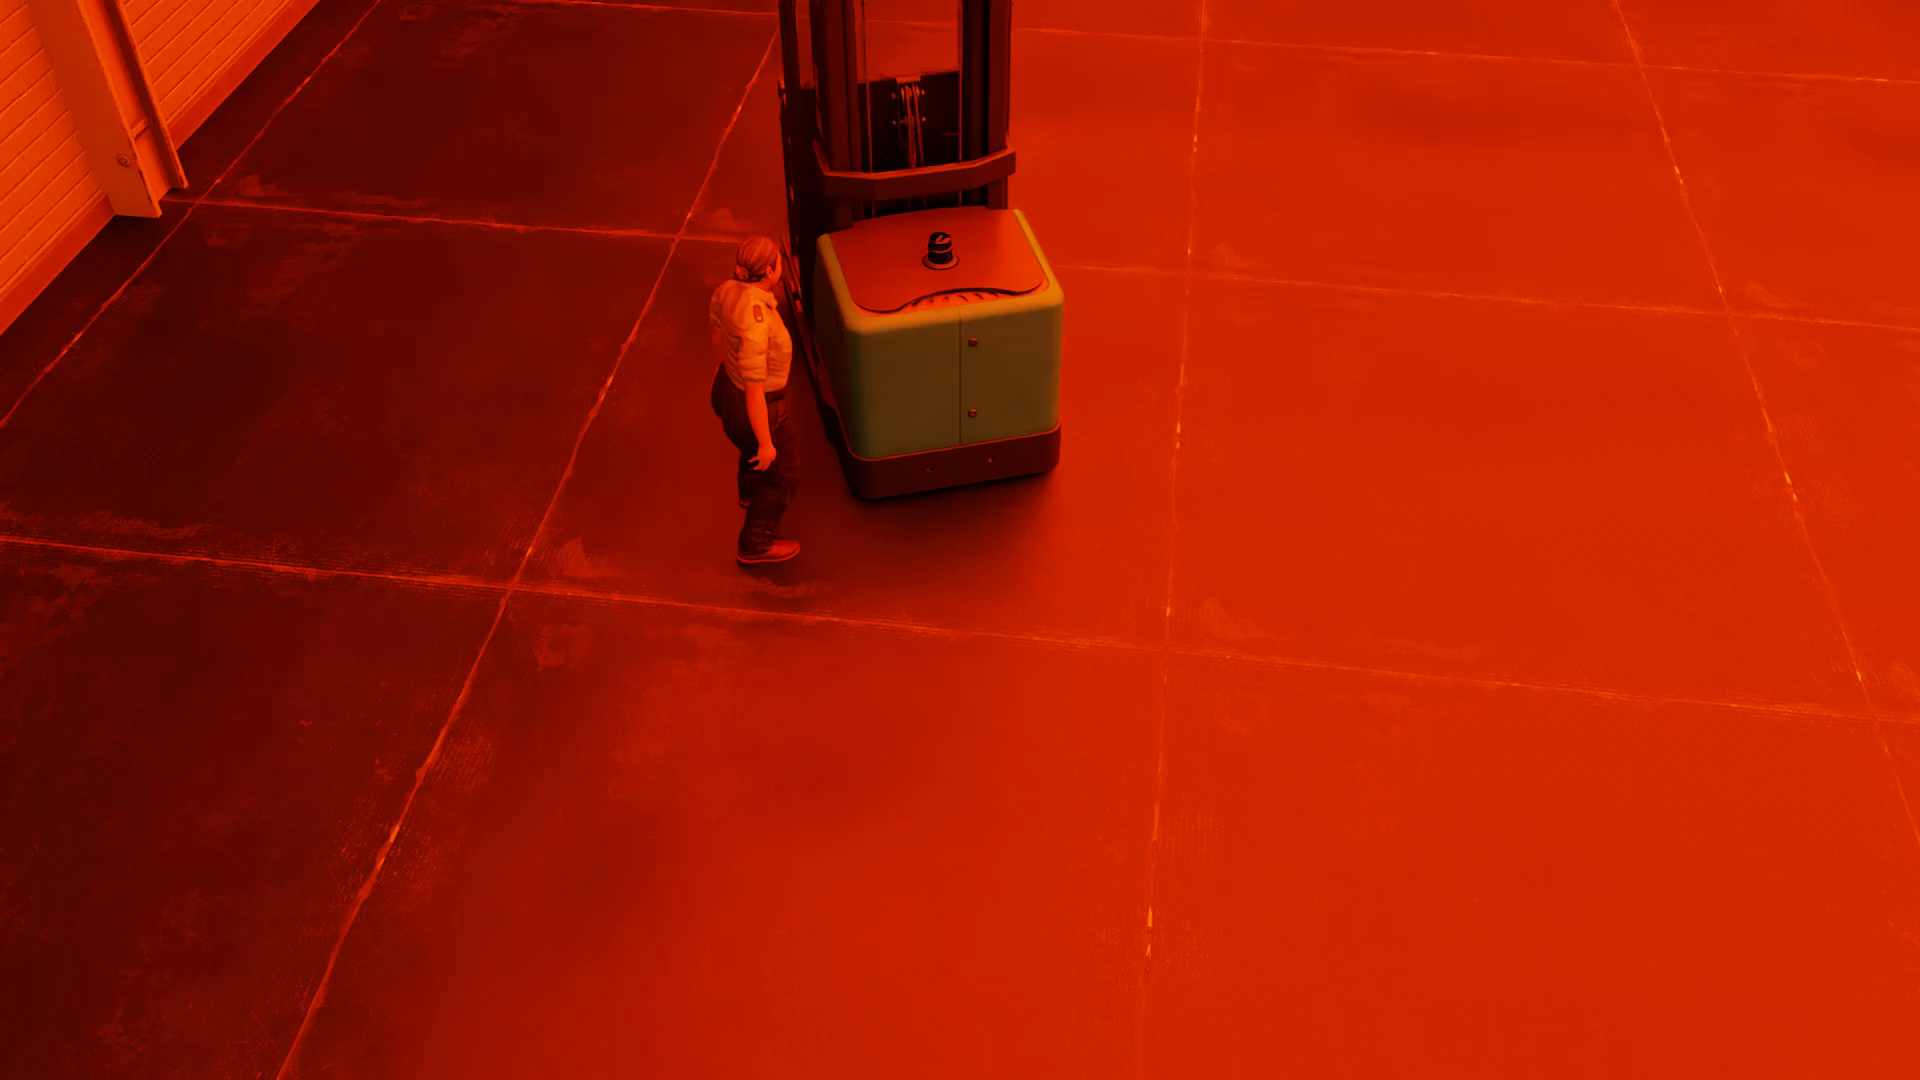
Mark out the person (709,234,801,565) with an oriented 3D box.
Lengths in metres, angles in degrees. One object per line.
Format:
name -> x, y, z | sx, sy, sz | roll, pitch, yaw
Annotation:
person -> -0.925, -0.633, 7.395 | 0.378, 1.624, 0.816 | -16, 45, -17

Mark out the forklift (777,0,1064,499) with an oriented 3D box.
forklift -> -0.356, -2.287, 8.214 | 1.130, 2.935, 3.031 | -9, 43, -10
